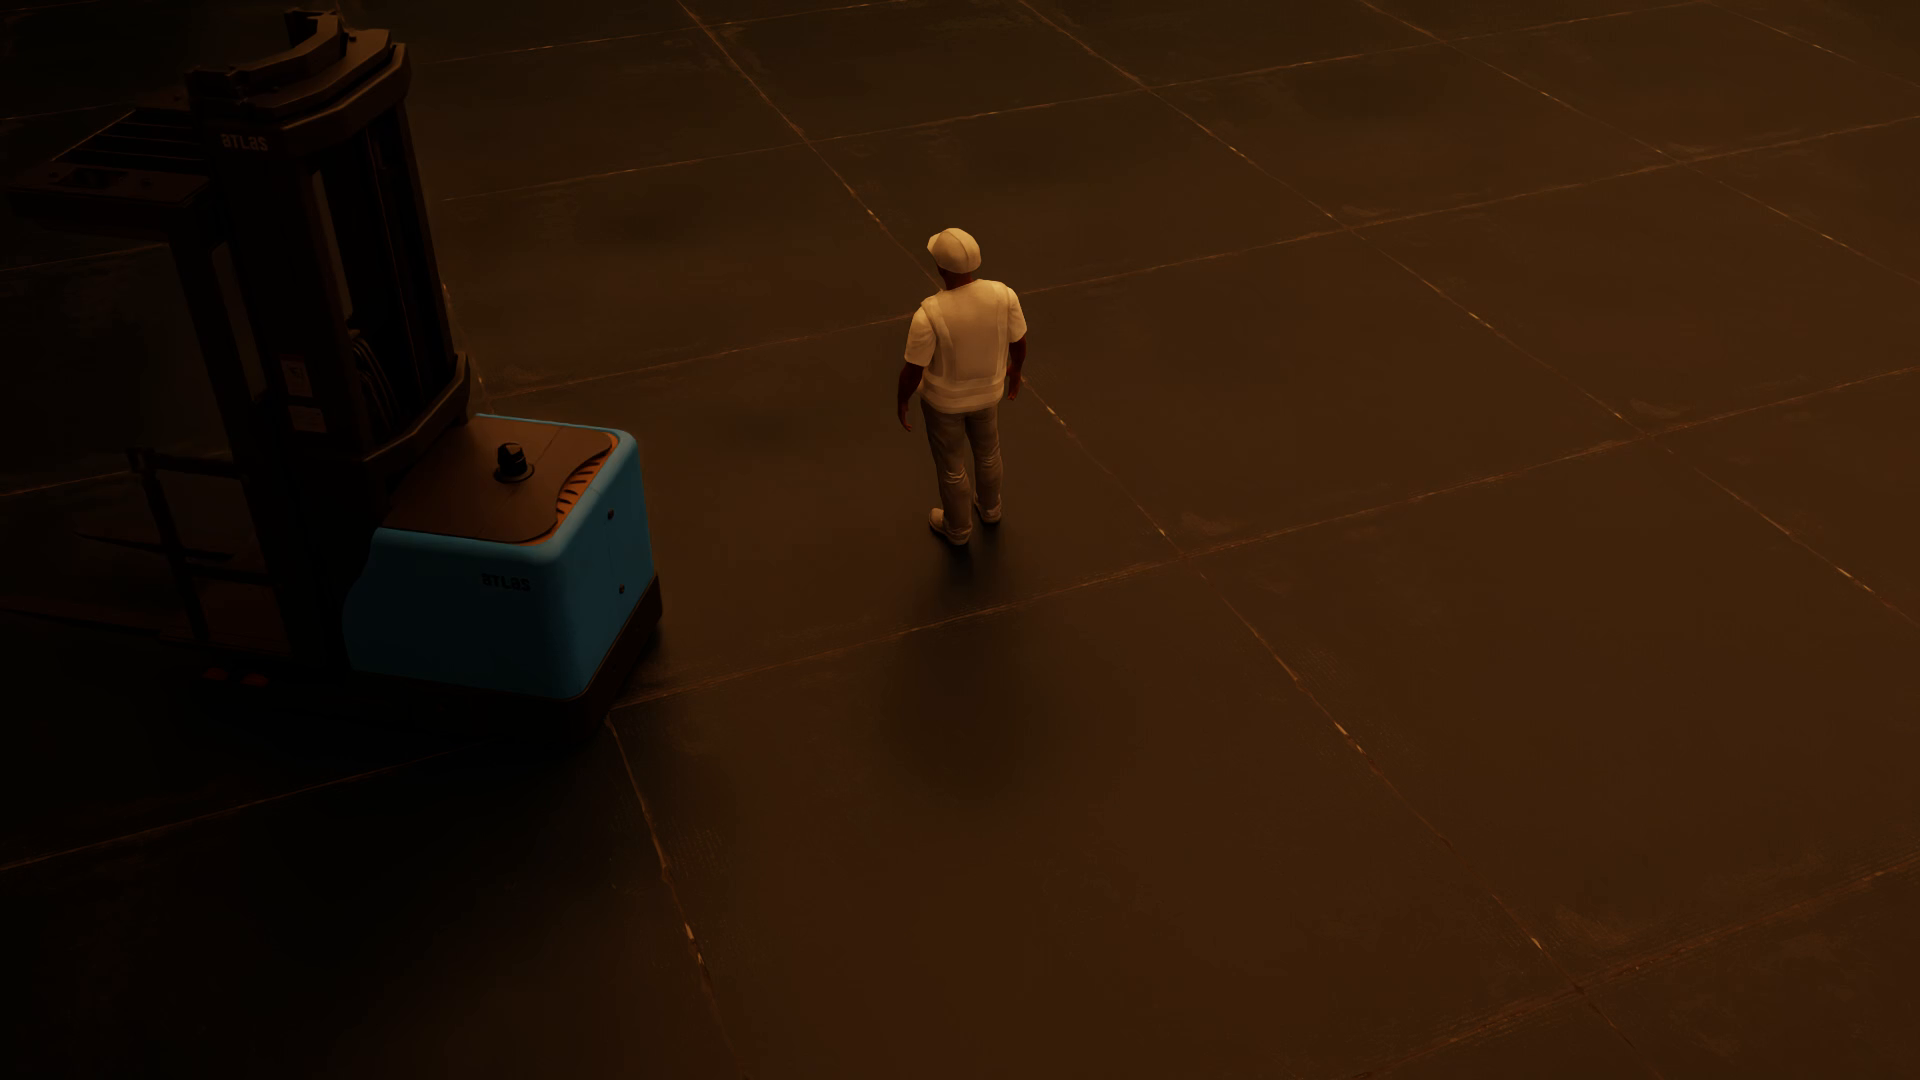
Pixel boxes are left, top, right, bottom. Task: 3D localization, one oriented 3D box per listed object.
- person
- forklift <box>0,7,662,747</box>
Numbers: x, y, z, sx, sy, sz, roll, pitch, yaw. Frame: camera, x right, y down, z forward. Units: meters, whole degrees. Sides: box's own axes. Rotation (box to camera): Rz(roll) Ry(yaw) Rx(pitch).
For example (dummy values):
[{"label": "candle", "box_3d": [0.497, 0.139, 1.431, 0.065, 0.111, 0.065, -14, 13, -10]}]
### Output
[{"label": "person", "box_3d": [-0.021, -0.764, 8.166, 0.665, 1.765, 0.577, -14, 38, -19]}, {"label": "forklift", "box_3d": [-3.005, -0.716, 7.106, 3.031, 2.935, 1.130, 7, 36, 10]}]
